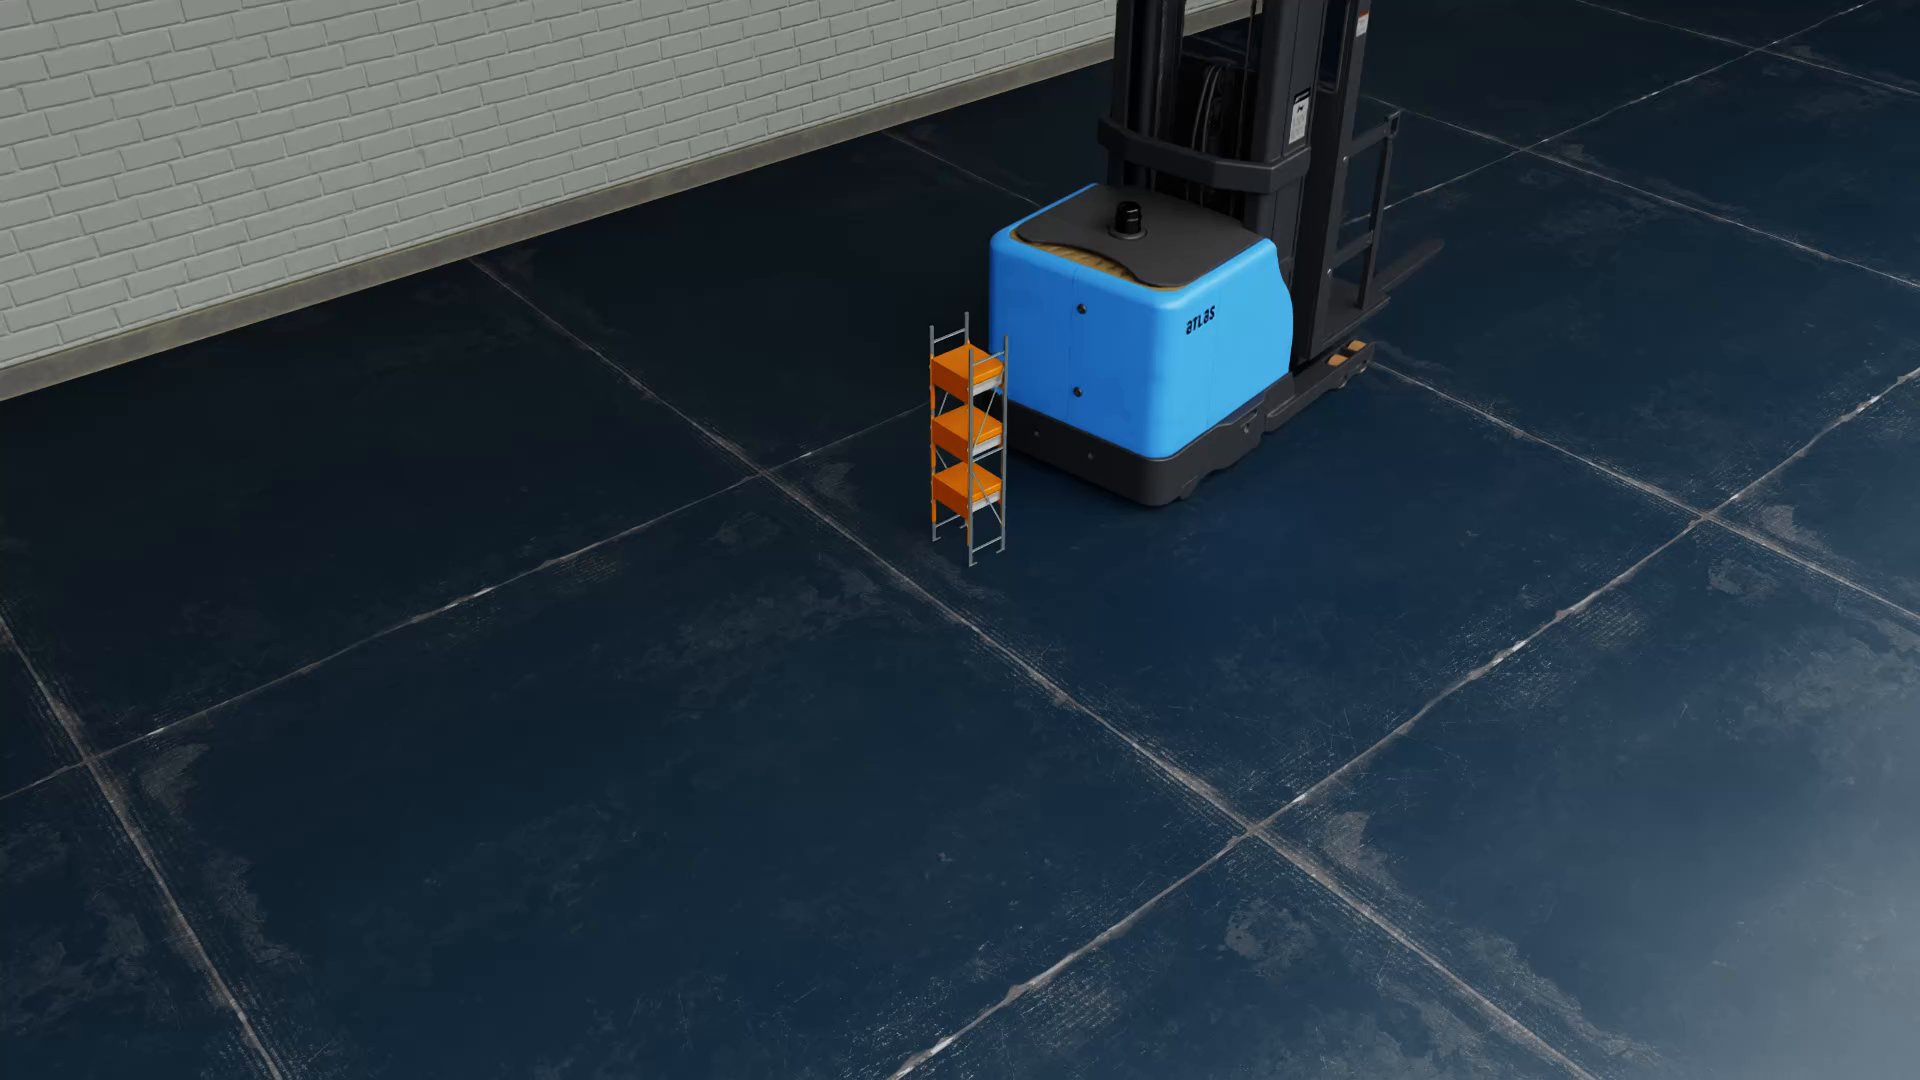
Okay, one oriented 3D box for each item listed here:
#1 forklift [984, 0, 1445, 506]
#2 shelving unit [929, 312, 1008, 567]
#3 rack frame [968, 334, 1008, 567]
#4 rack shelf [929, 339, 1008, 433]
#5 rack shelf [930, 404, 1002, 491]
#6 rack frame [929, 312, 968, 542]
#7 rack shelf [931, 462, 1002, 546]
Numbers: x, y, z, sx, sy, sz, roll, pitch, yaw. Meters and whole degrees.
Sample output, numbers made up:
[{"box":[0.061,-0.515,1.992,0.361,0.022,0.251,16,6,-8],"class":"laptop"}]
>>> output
[{"box":[1.450,-2.124,7.714,1.130,2.935,3.031,26,43,32],"class":"forklift"},{"box":[0.035,-0.405,6.913,0.215,1.050,0.252,-26,43,-32],"class":"shelving unit"},{"box":[0.113,-0.351,6.837,0.200,1.050,0.008,-26,43,-32],"class":"rack frame"},{"box":[0.035,-0.628,6.755,0.215,0.259,0.240,-26,43,-32],"class":"rack shelf"},{"box":[0.035,-0.396,6.919,0.215,0.259,0.240,-26,43,-32],"class":"rack shelf"},{"box":[-0.044,-0.459,6.989,0.200,1.050,0.008,-26,43,-32],"class":"rack frame"},{"box":[0.035,-0.169,7.080,0.215,0.259,0.240,-26,43,-32],"class":"rack shelf"}]
